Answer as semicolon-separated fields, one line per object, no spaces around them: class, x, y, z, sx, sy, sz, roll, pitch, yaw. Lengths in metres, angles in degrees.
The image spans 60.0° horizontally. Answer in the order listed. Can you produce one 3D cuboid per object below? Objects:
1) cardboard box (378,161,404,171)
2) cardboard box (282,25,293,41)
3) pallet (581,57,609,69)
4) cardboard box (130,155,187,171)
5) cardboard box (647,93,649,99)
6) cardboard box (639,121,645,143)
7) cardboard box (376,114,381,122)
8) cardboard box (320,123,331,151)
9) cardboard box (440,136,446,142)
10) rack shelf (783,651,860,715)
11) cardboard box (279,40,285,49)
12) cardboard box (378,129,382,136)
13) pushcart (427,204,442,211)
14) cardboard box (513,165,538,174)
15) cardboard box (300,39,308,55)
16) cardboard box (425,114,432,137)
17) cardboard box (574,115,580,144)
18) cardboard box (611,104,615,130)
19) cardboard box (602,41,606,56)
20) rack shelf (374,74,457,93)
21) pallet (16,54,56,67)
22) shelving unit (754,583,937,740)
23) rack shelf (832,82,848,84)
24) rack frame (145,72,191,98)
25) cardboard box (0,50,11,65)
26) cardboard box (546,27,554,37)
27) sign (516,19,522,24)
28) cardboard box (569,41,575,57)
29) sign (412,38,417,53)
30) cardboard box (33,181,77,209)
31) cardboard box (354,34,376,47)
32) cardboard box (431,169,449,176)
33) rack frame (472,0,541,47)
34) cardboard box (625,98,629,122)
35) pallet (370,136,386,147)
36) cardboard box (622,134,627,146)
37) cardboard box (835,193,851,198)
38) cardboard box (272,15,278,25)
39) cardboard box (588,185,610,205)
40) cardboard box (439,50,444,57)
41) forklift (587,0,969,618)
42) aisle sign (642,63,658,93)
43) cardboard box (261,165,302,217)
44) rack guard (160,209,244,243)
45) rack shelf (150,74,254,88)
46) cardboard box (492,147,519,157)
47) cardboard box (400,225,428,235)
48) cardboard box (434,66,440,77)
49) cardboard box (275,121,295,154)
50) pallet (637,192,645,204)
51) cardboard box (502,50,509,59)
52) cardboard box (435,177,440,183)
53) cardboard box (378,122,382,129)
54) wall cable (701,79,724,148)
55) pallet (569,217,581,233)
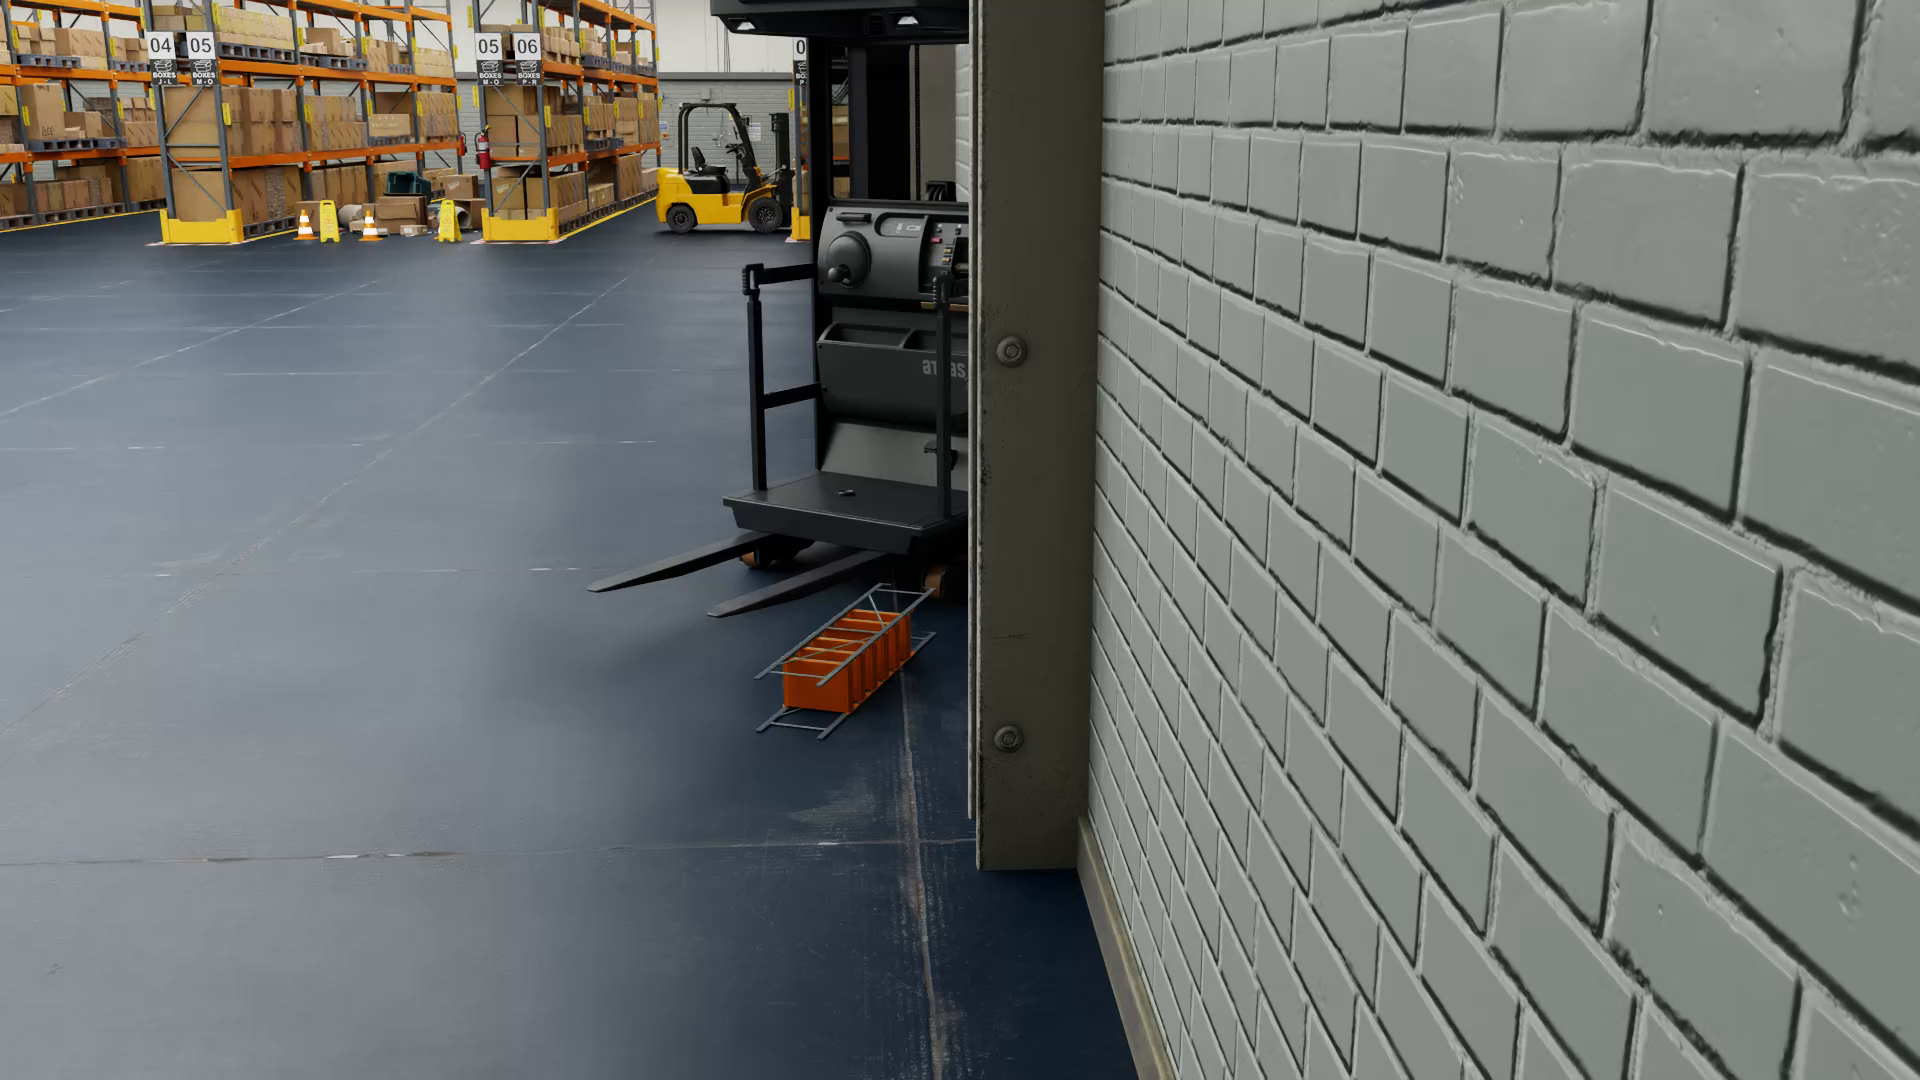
cardboard box;-12.421;-8.107;36.183;0.500;0.250;0.500;-2;15;-6
cardboard box;-12.002;-8.859;29.080;0.500;0.250;0.500;-1;14;-4
pallet;-7.354;-9.078;31.647;1.213;0.211;1.003;-1;14;-3
cardboard box;-17.626;-7.933;36.261;1.225;0.875;0.875;-1;14;-5
cardboard box;-7.742;-10.732;40.208;0.380;0.149;0.250;-1;14;-2
cardboard box;-7.618;-9.462;38.581;0.500;0.500;0.500;0;14;-2
cardboard box;-12.418;-8.878;34.980;0.380;0.149;0.250;-1;15;-6
cardboard box;-12.085;-7.511;30.997;0.500;0.500;0.500;-1;14;-3
cardboard box;-12.696;-9.734;40.343;0.380;0.149;0.250;-2;15;-6
rack shelf;-0.481;0.489;5.738;0.258;0.180;0.103;4;15;17
cardboard box;-11.914;-8.572;28.763;0.380;0.149;0.250;-1;14;-3
cardboard box;-12.415;-8.594;35.068;0.380;0.149;0.250;0;14;-1
pushcart;-9.627;-5.986;30.533;1.648;0.377;0.936;-6;16;-23
cardboard box;-7.587;-6.475;29.040;0.380;0.149;0.250;0;14;0
cardboard box;-12.649;-9.422;31.742;0.500;0.311;0.500;-1;14;-4
cardboard box;-12.602;-9.634;38.652;0.500;0.500;0.500;-1;14;-3
cardboard box;-7.040;-7.261;29.430;0.500;0.500;0.500;0;14;-2
cardboard box;-7.297;-8.585;33.733;0.500;0.500;0.500;-1;14;-5
cardboard box;-8.085;-10.774;36.817;0.500;0.500;0.500;-1;14;-4
rack shelf;-12.909;-10.793;39.379;1.077;0.370;4.000;-1;14;-3
pallet;-17.178;-8.667;30.050;1.213;0.211;1.003;-1;14;-3
shelving unit;-0.386;0.414;6.029;0.258;0.189;1.200;4;15;17
rack shelf;-3.020;-10.972;40.075;1.077;0.370;4.000;-1;14;-3
rack frame;-17.741;-9.140;37.530;1.000;3.000;0.127;-1;14;-3
cardboard box;-16.957;-8.421;29.017;0.500;0.250;0.500;0;14;-1
cardboard box;-6.852;-8.306;27.174;0.380;0.149;0.250;-1;14;-4
sign;-7.909;-9.188;29.868;0.100;0.325;0.005;-1;14;-3
cardboard box;-7.026;-8.596;29.101;0.500;0.250;0.500;-1;14;-4
sign;-12.231;-11.095;37.279;0.100;0.325;0.005;-1;14;-3
cardboard box;-17.308;-6.564;31.651;0.700;0.500;0.500;-2;15;-8
cardboard box;-12.374;-10.364;34.532;0.396;0.266;0.258;-1;14;-3
cardboard box;-12.621;-8.912;40.329;0.380;0.149;0.250;0;14;-1
rack frame;-7.107;-9.214;25.778;1.000;3.000;0.127;-1;14;-3
cardboard box;-7.474;-9.335;36.080;0.500;0.500;0.500;-1;14;-3
pallet;-12.687;-8.279;34.570;1.213;0.211;1.003;-1;14;-3
cardboard box;-7.458;-8.609;35.768;0.500;0.250;0.500;0;14;-2
cardboard box;-1.975;-5.620;27.522;0.500;0.250;0.500;-1;14;-2
cardboard box;-11.903;-8.897;28.427;0.380;0.149;0.250;-1;14;-2
cardboard box;-7.524;-6.905;33.274;0.950;0.372;0.625;-1;14;-5
cardboard box;-12.660;-11.733;40.084;0.380;0.149;0.250;-1;14;-3
forklift;-0.340;-1.288;7.148;1.130;2.935;3.031;9;17;32
aisle sign;-7.793;-11.569;41.755;0.394;0.787;0.004;-1;14;-3
cardboard box;-12.320;-6.219;29.597;0.875;0.875;0.875;-1;14;-3
rack guard;-12.040;-4.990;26.419;1.175;0.500;0.348;-1;14;-3
rack shelf;-17.865;-10.742;39.179;1.077;0.370;4.000;-1;14;-3
cardboard box;-7.344;-6.277;26.905;0.380;0.149;0.250;0;14;-2
cardboard box;-9.204;-5.222;28.026;0.380;0.149;0.250;7;16;26
cardboard box;-12.631;-11.075;39.332;0.500;0.250;0.500;0;14;-1
cardboard box;-12.198;-7.046;29.092;0.875;0.550;0.550;-1;14;-3
pallet;-7.727;-7.752;37.731;1.003;0.211;1.213;-1;14;-3
cardboard box;-7.408;-7.724;26.511;0.380;0.149;0.250;-1;14;-3
cardboard box;-12.604;-8.575;39.614;0.380;0.149;0.250;-1;14;-4
cardboard box;-12.421;-8.742;35.048;0.380;0.149;0.250;-1;14;-3
wall cable;-7.056;-12.207;47.410;0.588;1.984;0.122;-1;14;-3
pallet;-7.199;-5.482;28.910;1.003;0.211;1.213;-1;14;-3
